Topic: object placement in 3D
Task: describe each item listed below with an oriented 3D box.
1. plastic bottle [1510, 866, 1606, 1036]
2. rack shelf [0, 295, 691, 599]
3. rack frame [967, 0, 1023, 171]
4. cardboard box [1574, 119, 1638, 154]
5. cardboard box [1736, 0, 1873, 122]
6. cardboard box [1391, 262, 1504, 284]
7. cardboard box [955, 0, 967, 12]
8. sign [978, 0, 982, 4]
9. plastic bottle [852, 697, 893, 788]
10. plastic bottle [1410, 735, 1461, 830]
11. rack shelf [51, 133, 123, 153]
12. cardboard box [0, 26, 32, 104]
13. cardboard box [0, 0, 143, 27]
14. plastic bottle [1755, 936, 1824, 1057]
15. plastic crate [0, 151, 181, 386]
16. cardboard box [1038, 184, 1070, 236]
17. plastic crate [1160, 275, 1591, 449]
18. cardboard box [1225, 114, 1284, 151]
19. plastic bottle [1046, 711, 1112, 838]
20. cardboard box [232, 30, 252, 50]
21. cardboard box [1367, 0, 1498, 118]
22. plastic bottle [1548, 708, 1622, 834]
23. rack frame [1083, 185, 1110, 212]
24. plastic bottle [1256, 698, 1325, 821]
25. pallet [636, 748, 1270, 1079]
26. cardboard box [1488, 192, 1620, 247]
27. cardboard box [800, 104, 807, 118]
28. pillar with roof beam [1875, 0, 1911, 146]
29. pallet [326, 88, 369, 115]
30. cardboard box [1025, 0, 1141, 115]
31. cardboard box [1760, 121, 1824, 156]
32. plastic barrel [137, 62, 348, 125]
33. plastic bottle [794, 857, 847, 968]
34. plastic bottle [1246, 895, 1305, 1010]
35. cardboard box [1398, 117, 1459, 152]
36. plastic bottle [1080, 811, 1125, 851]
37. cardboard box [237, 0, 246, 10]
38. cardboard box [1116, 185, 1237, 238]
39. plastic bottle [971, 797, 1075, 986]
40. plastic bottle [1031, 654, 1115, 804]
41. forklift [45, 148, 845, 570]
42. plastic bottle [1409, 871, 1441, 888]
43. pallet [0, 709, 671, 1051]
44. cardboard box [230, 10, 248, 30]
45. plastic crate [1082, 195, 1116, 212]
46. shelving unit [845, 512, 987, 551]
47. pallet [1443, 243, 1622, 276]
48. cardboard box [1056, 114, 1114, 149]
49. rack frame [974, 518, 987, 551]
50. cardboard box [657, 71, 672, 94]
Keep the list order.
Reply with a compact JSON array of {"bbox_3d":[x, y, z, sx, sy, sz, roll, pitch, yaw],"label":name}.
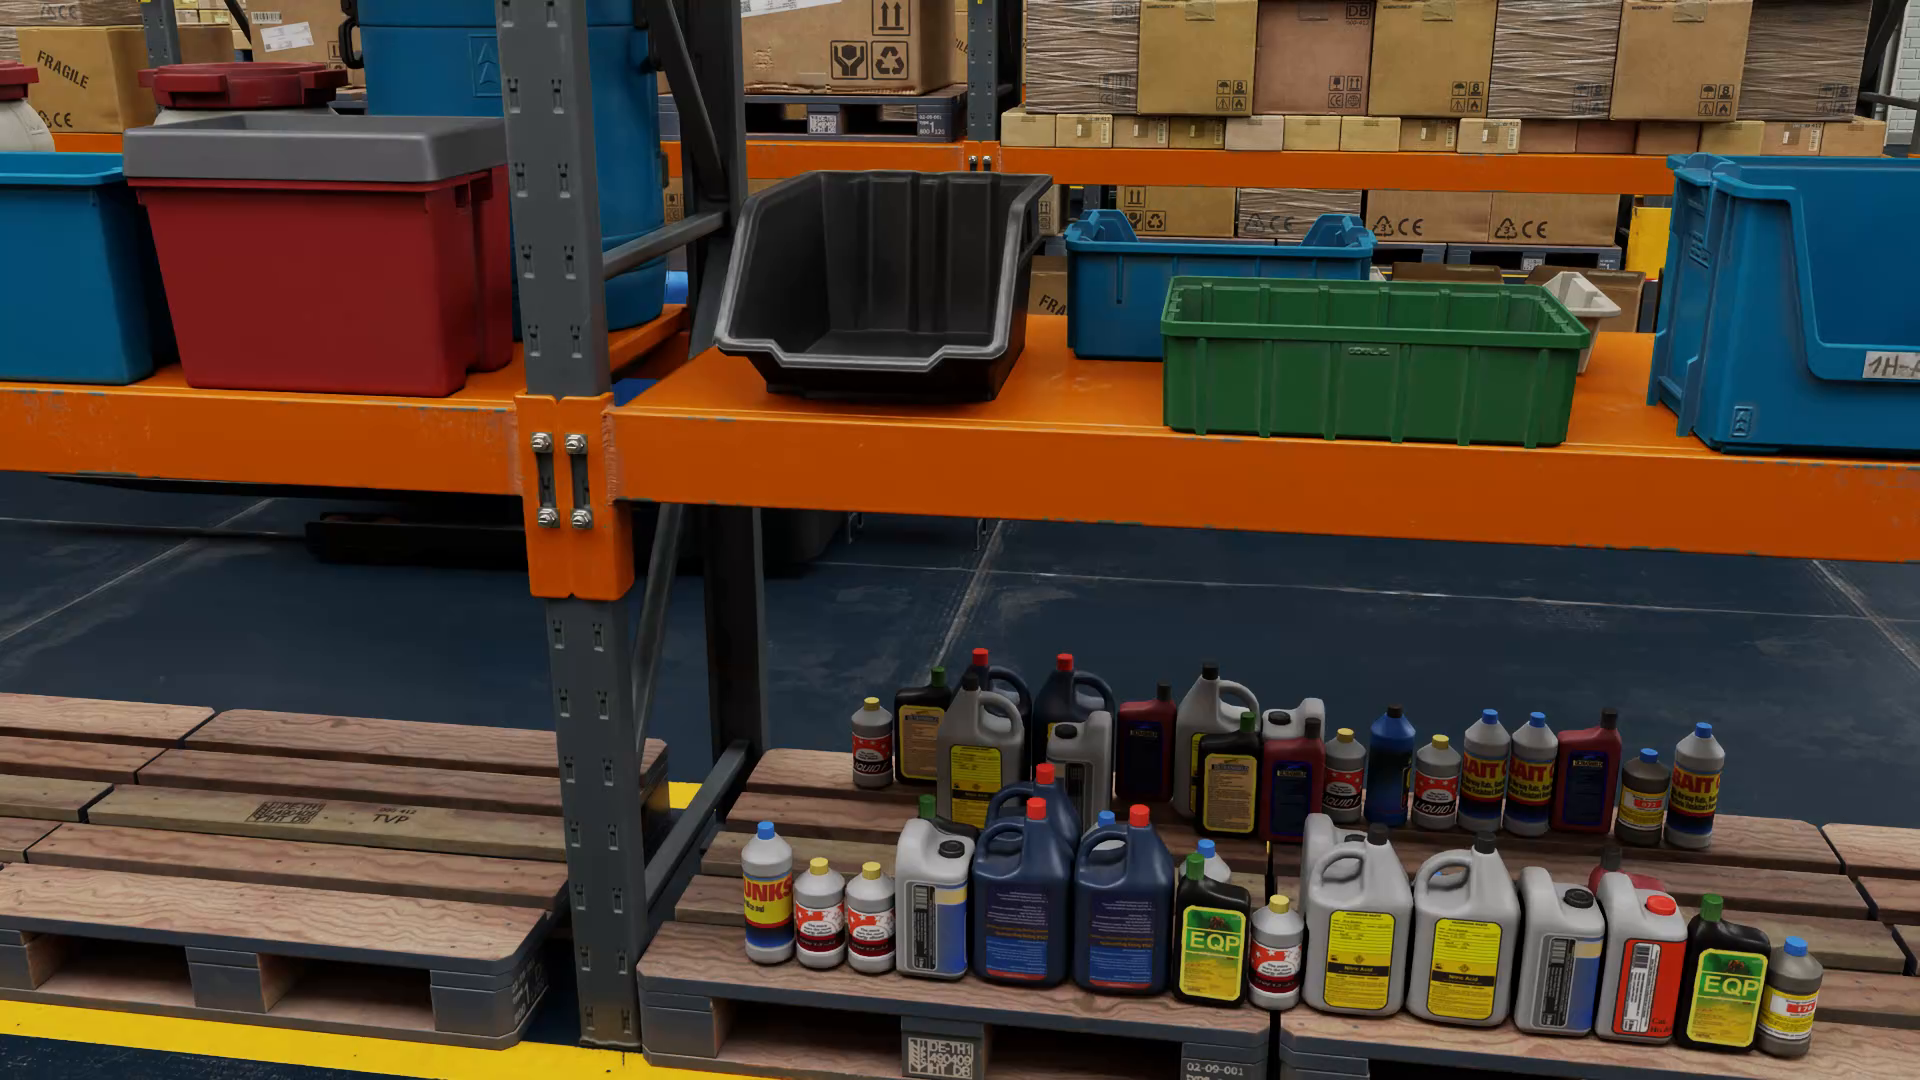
[{"bbox_3d":[1.072,0.730,2.994,0.135,0.276,0.152,2,19,7],"label":"plastic bottle"},{"bbox_3d":[-2.587,-0.331,3.698,4.000,0.370,1.077,3,19,9],"label":"rack shelf"},{"bbox_3d":[0.173,-2.123,7.921,0.127,3.000,1.000,3,19,9],"label":"rack frame"},{"bbox_3d":[2.822,-1.804,7.364,0.250,0.149,0.380,3,19,9],"label":"cardboard box"},{"bbox_3d":[3.584,-2.146,7.364,0.500,0.500,0.875,3,19,9],"label":"cardboard box"},{"bbox_3d":[2.298,-1.029,7.928,0.500,0.500,0.500,5,19,14],"label":"cardboard box"},{"bbox_3d":[0.060,-4.242,12.520,0.500,0.500,0.700,3,19,8],"label":"cardboard box"},{"bbox_3d":[0.088,-2.498,7.217,0.005,0.325,0.100,3,19,9],"label":"sign"},{"bbox_3d":[-0.205,0.468,3.894,0.097,0.201,0.097,0,18,0],"label":"plastic bottle"},{"bbox_3d":[1.061,0.532,3.702,0.097,0.201,0.097,0,18,0],"label":"plastic bottle"},{"bbox_3d":[-5.751,-2.084,8.937,4.000,0.370,1.077,3,19,9],"label":"rack shelf"},{"bbox_3d":[-4.794,-2.346,8.429,0.500,0.500,0.500,3,19,8],"label":"cardboard box"},{"bbox_3d":[-4.496,-2.889,8.472,0.637,0.503,0.797,4,19,11],"label":"cardboard box"},{"bbox_3d":[1.454,0.793,2.921,0.097,0.201,0.097,0,18,0],"label":"plastic bottle"},{"bbox_3d":[-1.751,-0.522,3.160,0.575,0.384,0.392,3,19,9],"label":"plastic crate"},{"bbox_3d":[0.432,-2.807,12.849,0.750,0.750,1.050,3,19,8],"label":"cardboard box"},{"bbox_3d":[0.683,-0.314,2.848,0.662,0.188,0.450,3,19,9],"label":"plastic crate"},{"bbox_3d":[1.322,-1.843,7.480,0.250,0.149,0.380,3,19,9],"label":"cardboard box"},{"bbox_3d":[0.260,0.511,3.647,0.135,0.276,0.152,3,19,9],"label":"plastic bottle"},{"bbox_3d":[-5.503,-3.939,13.082,0.250,0.149,0.380,2,19,6],"label":"cardboard box"},{"bbox_3d":[2.092,-2.201,7.529,0.500,0.500,0.875,3,19,9],"label":"cardboard box"},{"bbox_3d":[1.375,0.504,3.658,0.133,0.283,0.061,3,19,10],"label":"plastic bottle"},{"bbox_3d":[1.059,-3.672,12.550,0.127,3.000,1.000,3,19,9],"label":"rack frame"},{"bbox_3d":[0.737,0.489,3.713,0.135,0.276,0.152,3,19,10],"label":"plastic bottle"},{"bbox_3d":[0.044,0.798,3.585,1.213,0.211,1.003,3,19,9],"label":"pallet"},{"bbox_3d":[4.329,-2.675,12.258,0.875,0.875,0.875,3,19,9],"label":"cardboard box"},{"bbox_3d":[-1.872,-5.952,22.642,0.500,0.500,0.500,3,19,10],"label":"cardboard box"},{"bbox_3d":[11.175,-8.093,16.309,0.400,9.000,9.100,3,19,9],"label":"pillar with roof beam"},{"bbox_3d":[-3.056,-2.231,8.545,1.003,0.211,1.213,3,19,9],"label":"pallet"},{"bbox_3d":[0.607,-2.269,7.732,0.500,0.500,0.875,3,19,9],"label":"cardboard box"},{"bbox_3d":[3.561,-1.765,7.247,0.250,0.149,0.380,3,19,9],"label":"cardboard box"},{"bbox_3d":[-1.522,-0.753,3.611,0.433,0.535,0.433,0,18,0],"label":"plastic barrel"},{"bbox_3d":[-0.267,0.706,3.184,0.097,0.201,0.097,0,18,0],"label":"plastic bottle"},{"bbox_3d":[0.581,0.749,3.054,0.097,0.201,0.097,0,18,0],"label":"plastic bottle"},{"bbox_3d":[2.075,-1.829,7.438,0.250,0.149,0.380,3,19,9],"label":"cardboard box"},{"bbox_3d":[0.281,0.654,3.227,0.097,0.271,0.097,0,18,0],"label":"plastic bottle"},{"bbox_3d":[-5.495,-4.221,12.987,0.250,0.149,0.380,3,19,8],"label":"cardboard box"},{"bbox_3d":[1.669,-2.810,12.660,0.875,0.875,0.875,3,19,9],"label":"cardboard box"},{"bbox_3d":[0.119,0.647,3.124,0.185,0.351,0.144,3,19,10],"label":"plastic bottle"},{"bbox_3d":[0.258,0.428,3.778,0.185,0.351,0.144,2,19,6],"label":"plastic bottle"},{"bbox_3d":[-1.943,-1.468,6.072,3.031,2.935,1.130,2,19,7],"label":"forklift"},{"bbox_3d":[0.884,0.718,3.147,0.097,0.201,0.097,0,18,0],"label":"plastic bottle"},{"bbox_3d":[-1.394,0.724,3.807,1.213,0.211,1.003,3,19,9],"label":"pallet"},{"bbox_3d":[-5.489,-4.080,13.036,0.250,0.149,0.380,4,19,11],"label":"cardboard box"},{"bbox_3d":[1.439,-2.767,14.187,0.662,0.188,0.450,14,33,37],"label":"plastic crate"},{"bbox_3d":[-0.163,-0.577,6.138,0.503,1.200,0.258,3,19,9],"label":"shelving unit"},{"bbox_3d":[4.207,-2.164,12.437,1.213,0.211,1.003,3,19,9],"label":"pallet"},{"bbox_3d":[0.582,-1.882,7.597,0.250,0.149,0.380,3,19,9],"label":"cardboard box"},{"bbox_3d":[0.077,-0.565,6.101,0.015,1.200,0.240,3,19,9],"label":"rack frame"},{"bbox_3d":[-1.553,-2.429,8.012,0.637,0.503,0.797,5,19,14],"label":"cardboard box"}]
